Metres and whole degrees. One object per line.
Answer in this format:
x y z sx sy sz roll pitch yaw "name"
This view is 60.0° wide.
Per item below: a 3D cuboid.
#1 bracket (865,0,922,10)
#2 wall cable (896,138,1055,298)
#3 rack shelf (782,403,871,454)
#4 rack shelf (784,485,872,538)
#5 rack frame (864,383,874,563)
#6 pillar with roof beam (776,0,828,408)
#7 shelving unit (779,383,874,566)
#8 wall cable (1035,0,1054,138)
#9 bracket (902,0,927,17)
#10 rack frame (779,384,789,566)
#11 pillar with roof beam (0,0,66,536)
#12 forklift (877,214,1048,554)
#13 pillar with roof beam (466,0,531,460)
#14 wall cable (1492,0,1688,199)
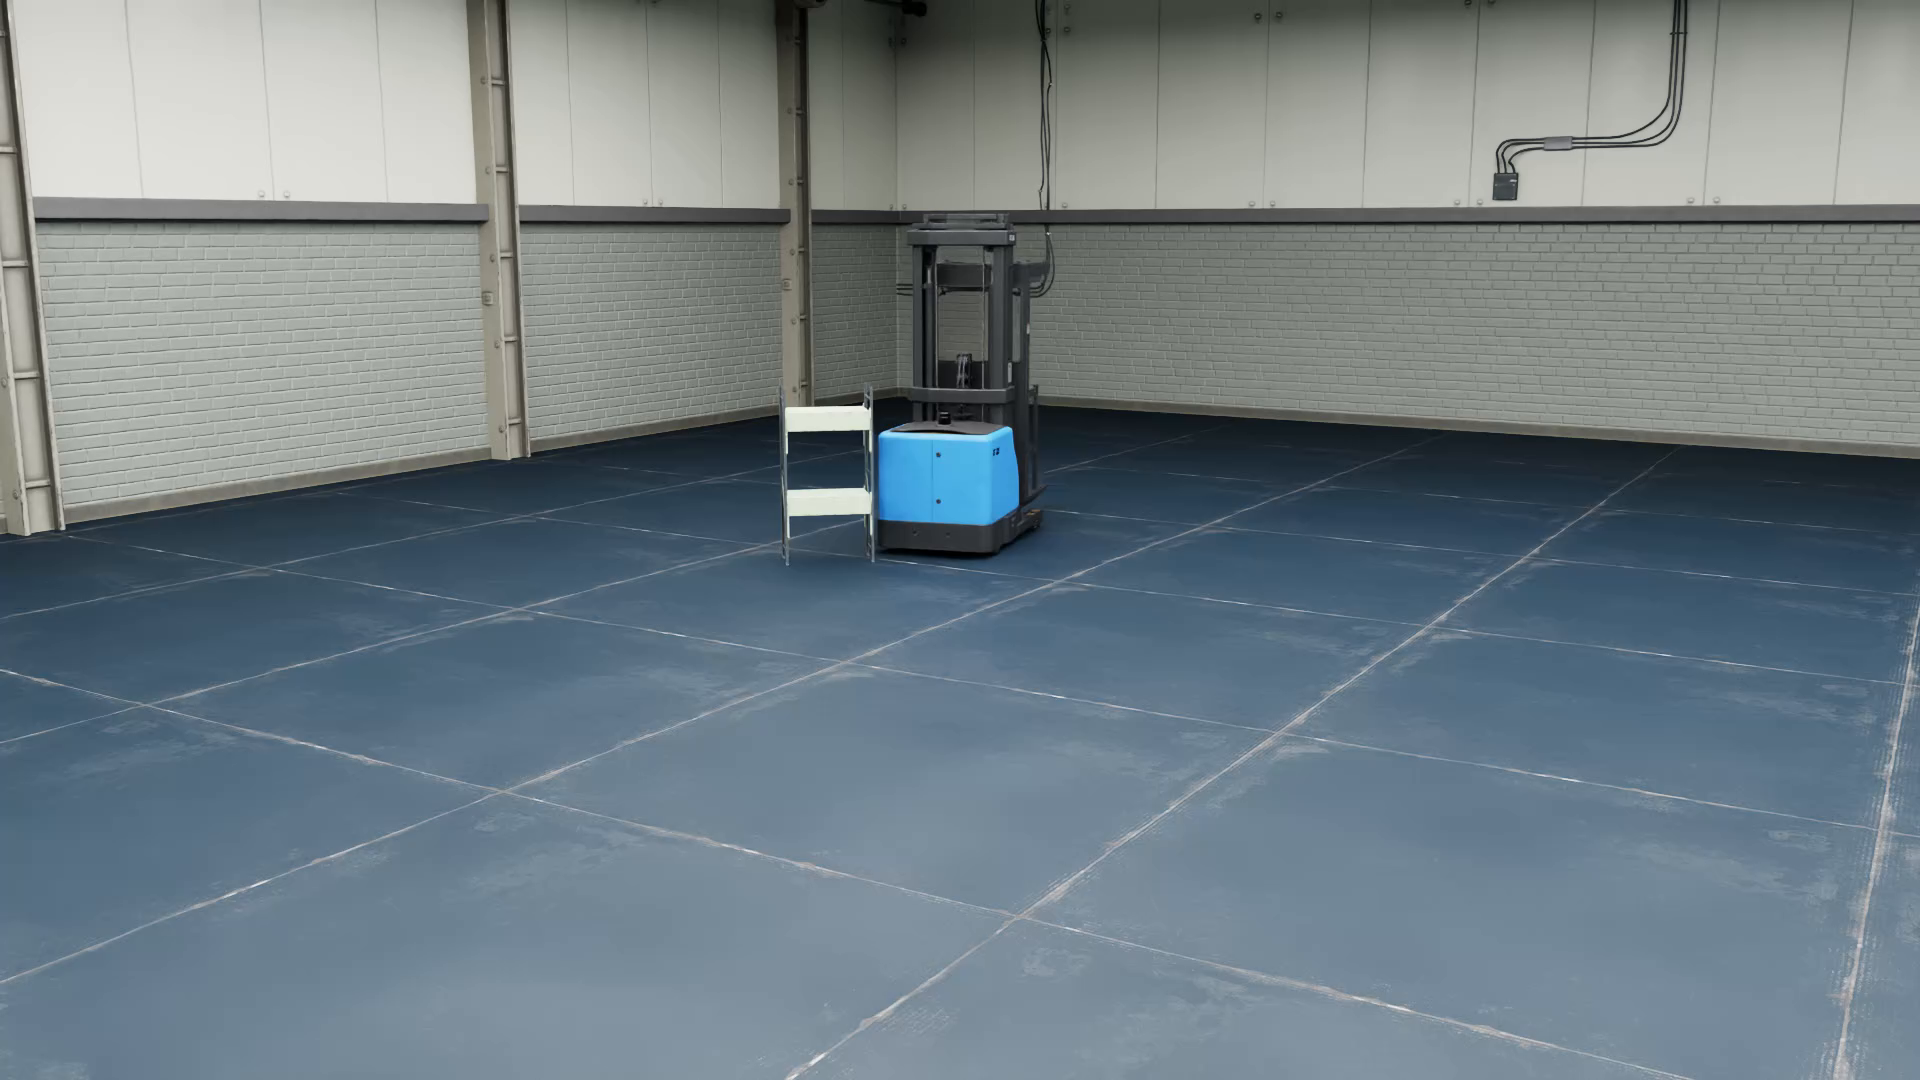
-1.051 -8.476 26.289 0.076 0.066 3.189 6 12 31 "bracket"
0.166 -5.206 27.044 3.097 2.526 0.112 6 12 31 "wall cable"
-1.139 -0.952 14.137 0.720 0.370 0.431 -2 11 -11 "rack shelf"
-1.139 -0.248 14.269 0.720 0.370 0.431 -2 11 -11 "rack shelf"
-0.780 -0.581 14.276 0.023 1.500 0.400 -2 11 -11 "rack frame"
1.186 -5.984 22.761 9.100 9.000 0.548 6 12 31 "pillar with roof beam"
-1.139 -0.568 14.209 0.755 1.500 0.431 -2 11 -11 "shelving unit"
2.478 -7.430 25.199 3.097 2.526 0.112 6 12 31 "wall cable"
-0.744 -8.569 26.785 0.235 0.232 0.430 6 12 31 "bracket"
-1.499 -0.556 14.142 0.023 1.500 0.400 -2 11 -11 "rack frame"
-5.044 -4.097 12.680 9.100 9.000 0.400 6 12 31 "pillar with roof beam"
0.168 -1.551 15.570 1.130 2.935 3.031 3 11 15 "forklift"
-1.929 -5.041 17.721 9.100 9.000 0.400 6 12 31 "pillar with roof beam"
8.272 -7.495 21.587 2.305 6.003 0.169 6 12 31 "wall cable"
